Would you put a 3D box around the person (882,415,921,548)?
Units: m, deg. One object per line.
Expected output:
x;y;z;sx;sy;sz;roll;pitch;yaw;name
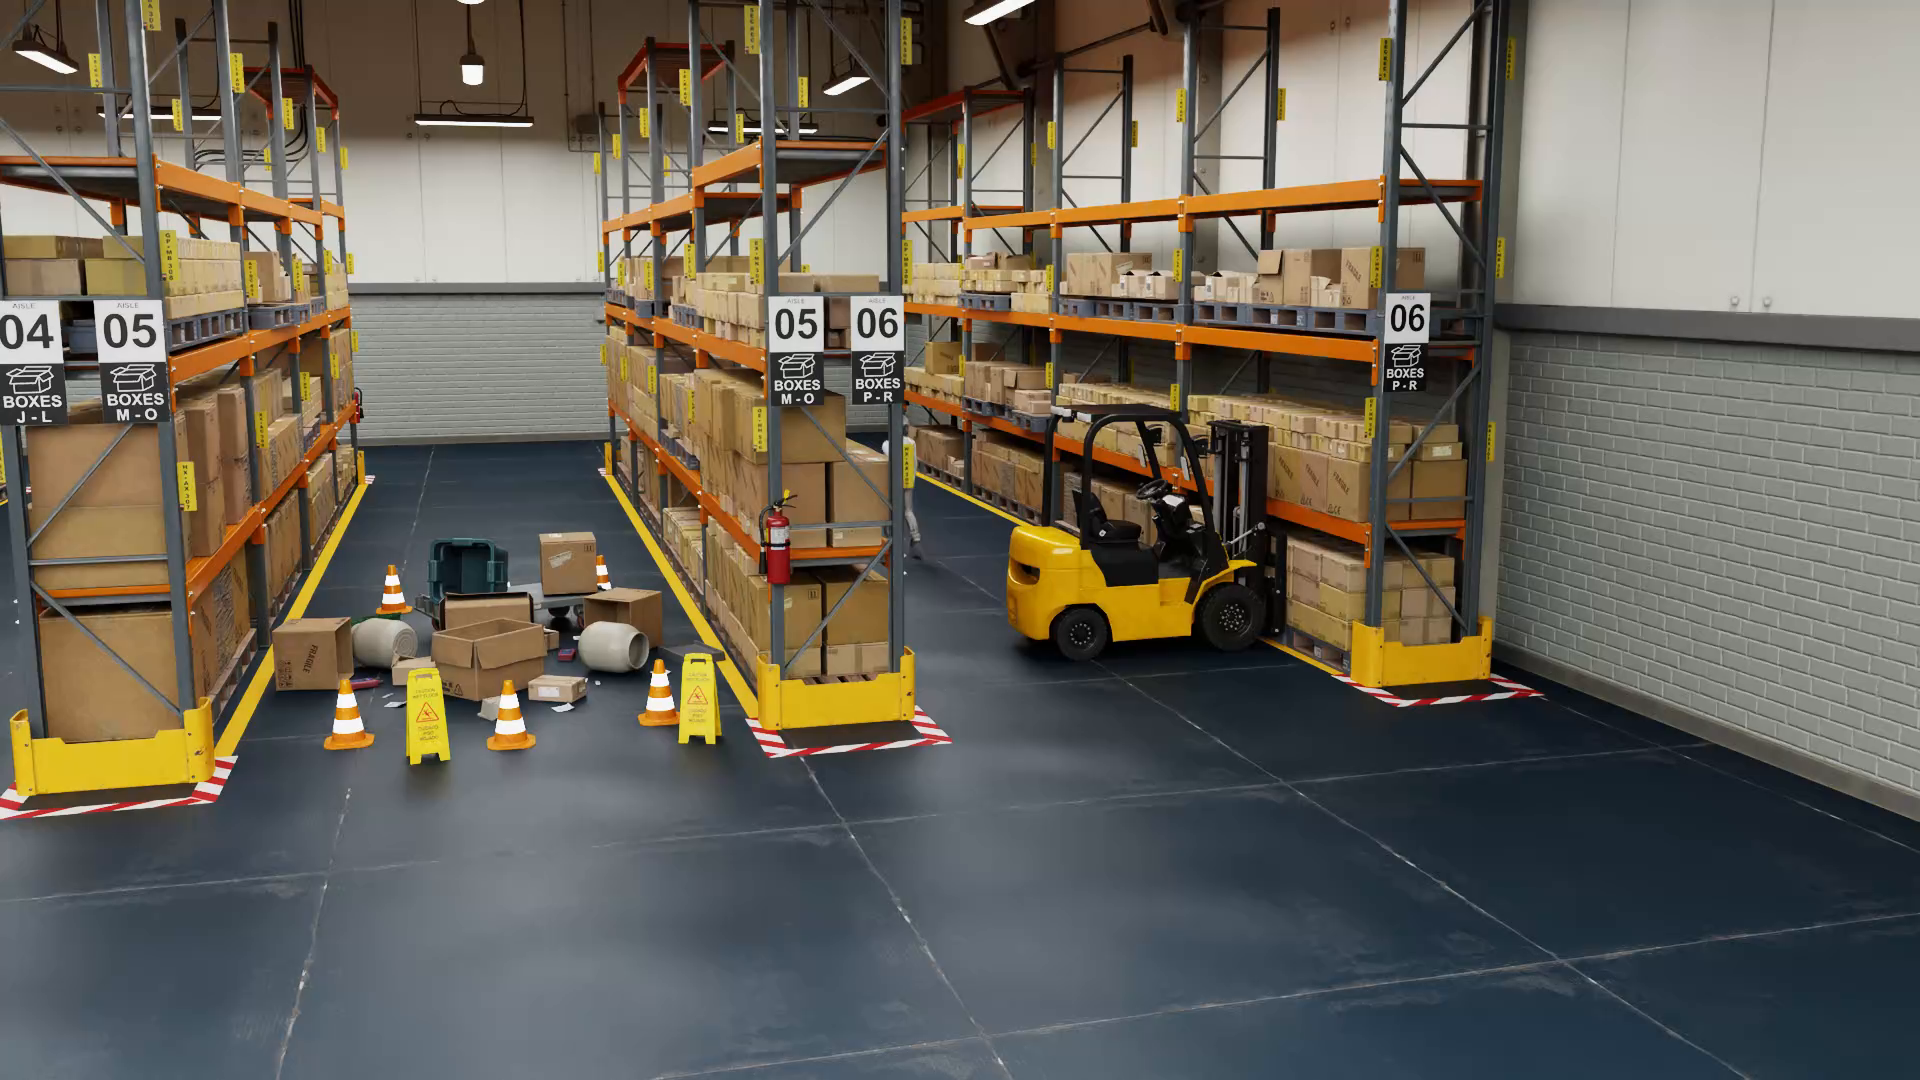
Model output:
-0.726;-0.696;19.966;0.480;1.651;0.910;-4;10;-21;person
